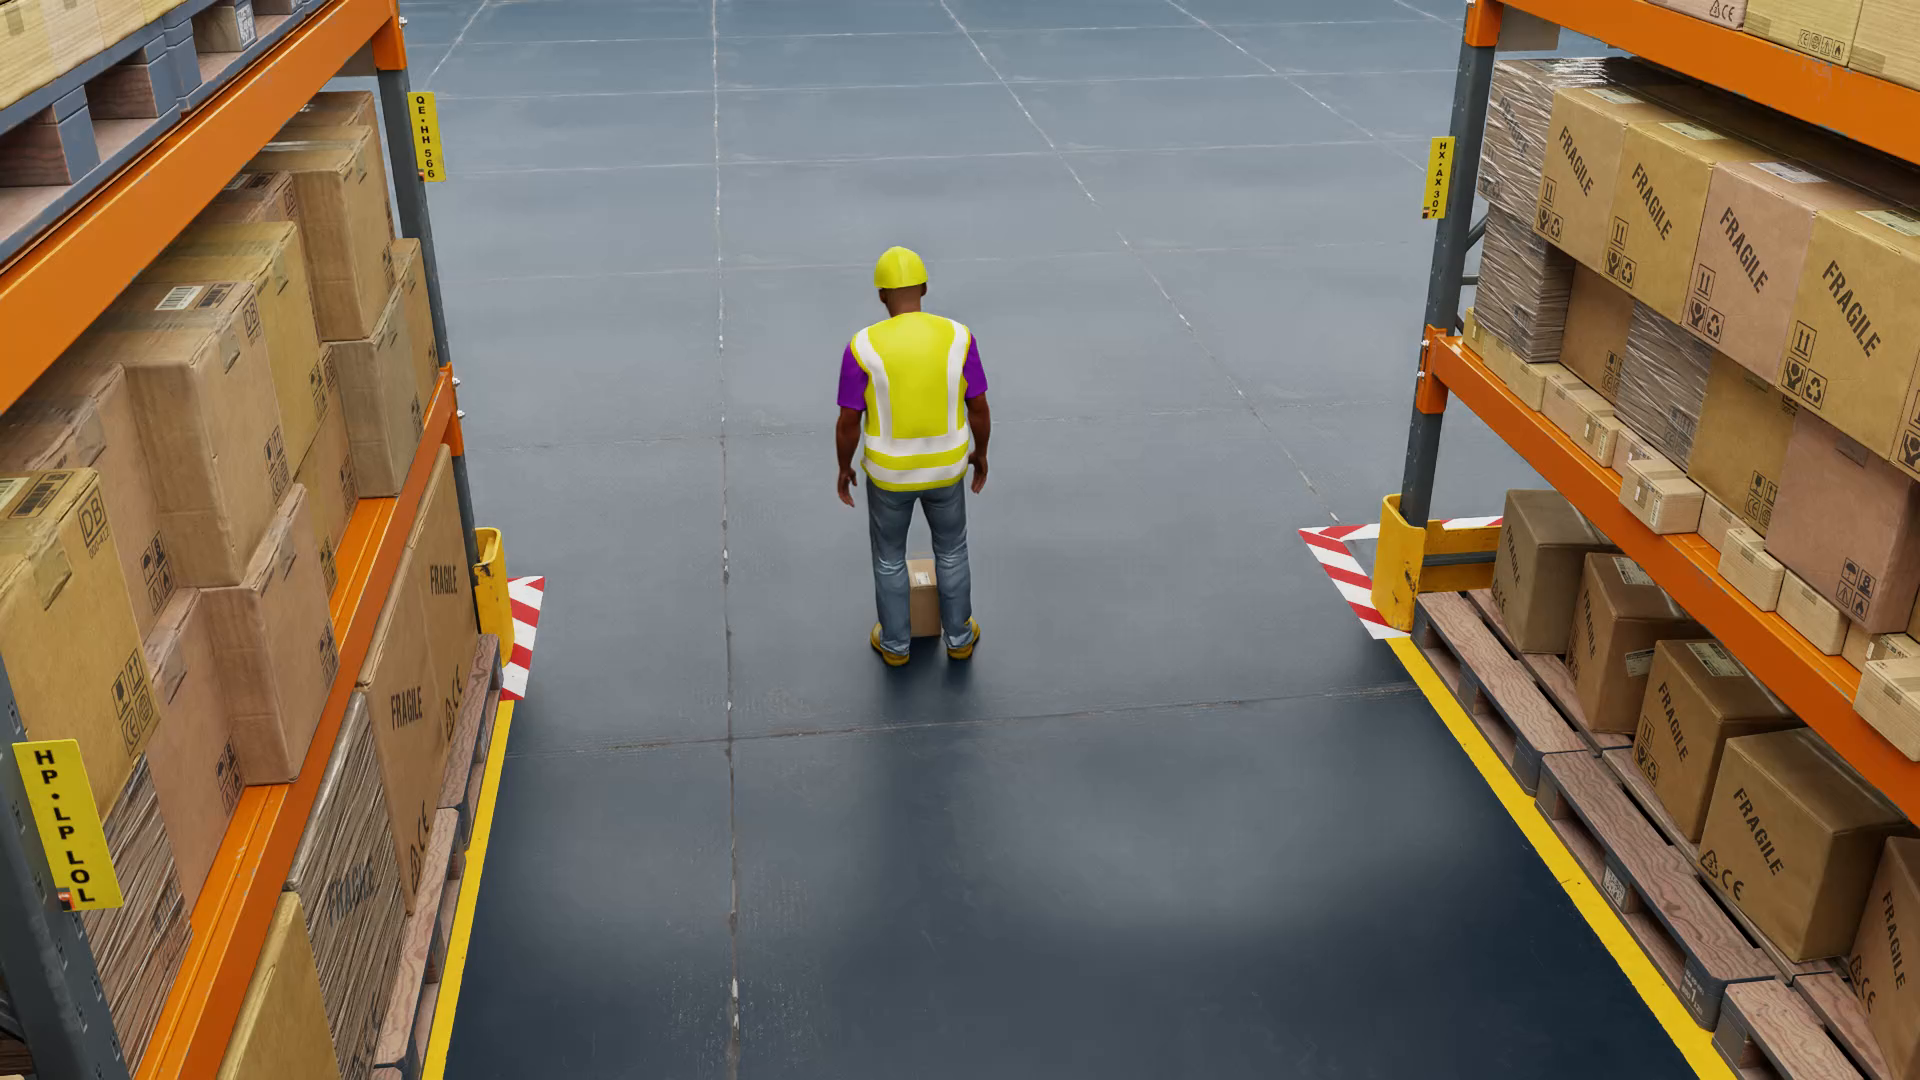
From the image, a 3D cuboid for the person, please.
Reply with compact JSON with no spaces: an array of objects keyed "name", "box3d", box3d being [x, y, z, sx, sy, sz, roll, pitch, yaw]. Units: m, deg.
[{"name":"person","box3d":[-0.191,-0.316,6.717,0.637,1.761,0.454,-5,27,-9]}]
